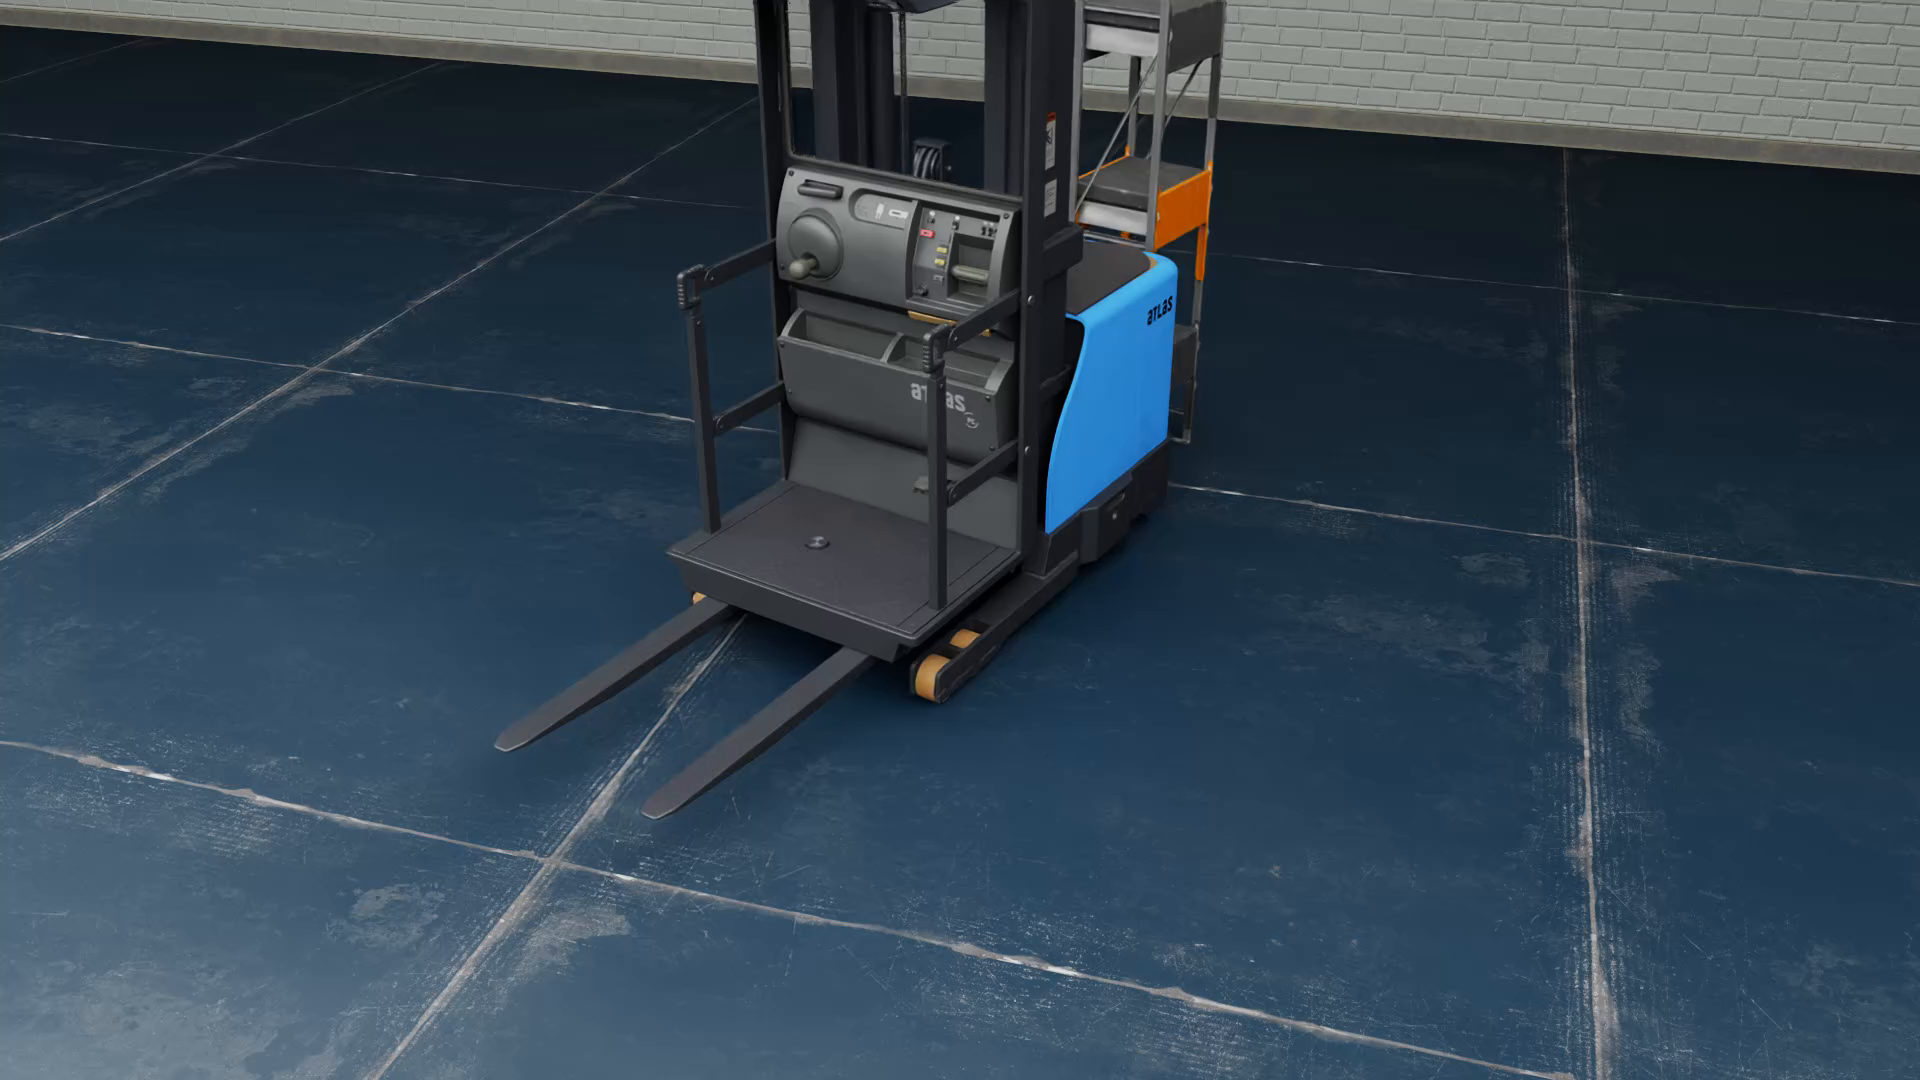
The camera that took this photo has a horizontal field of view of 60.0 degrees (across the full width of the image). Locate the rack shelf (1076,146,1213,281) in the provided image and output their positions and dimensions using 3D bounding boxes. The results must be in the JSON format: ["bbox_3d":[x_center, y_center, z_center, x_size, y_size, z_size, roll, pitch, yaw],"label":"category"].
[{"bbox_3d":[0.747,-1.307,6.959,0.431,0.518,0.480,18,33,29],"label":"rack shelf"}]

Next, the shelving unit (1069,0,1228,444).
[{"bbox_3d":[0.747,-1.319,6.953,0.431,2.100,0.503,18,33,29],"label":"shelving unit"}]

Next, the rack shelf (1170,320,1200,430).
[{"bbox_3d":[0.741,-0.691,7.291,0.431,0.518,0.480,18,33,29],"label":"rack shelf"}]

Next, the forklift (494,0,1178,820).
[{"bbox_3d":[-0.347,-0.980,5.497,1.130,2.935,3.031,17,33,28],"label":"forklift"}]

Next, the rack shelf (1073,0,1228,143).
[{"bbox_3d":[0.753,-1.924,6.628,0.431,0.518,0.480,18,33,29],"label":"rack shelf"}]

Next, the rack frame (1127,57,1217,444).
[{"bbox_3d":[0.883,-1.414,7.132,0.400,2.100,0.015,18,33,29],"label":"rack frame"}]

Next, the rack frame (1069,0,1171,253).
[{"bbox_3d":[0.611,-1.224,6.774,0.400,2.100,0.015,18,33,29],"label":"rack frame"}]
